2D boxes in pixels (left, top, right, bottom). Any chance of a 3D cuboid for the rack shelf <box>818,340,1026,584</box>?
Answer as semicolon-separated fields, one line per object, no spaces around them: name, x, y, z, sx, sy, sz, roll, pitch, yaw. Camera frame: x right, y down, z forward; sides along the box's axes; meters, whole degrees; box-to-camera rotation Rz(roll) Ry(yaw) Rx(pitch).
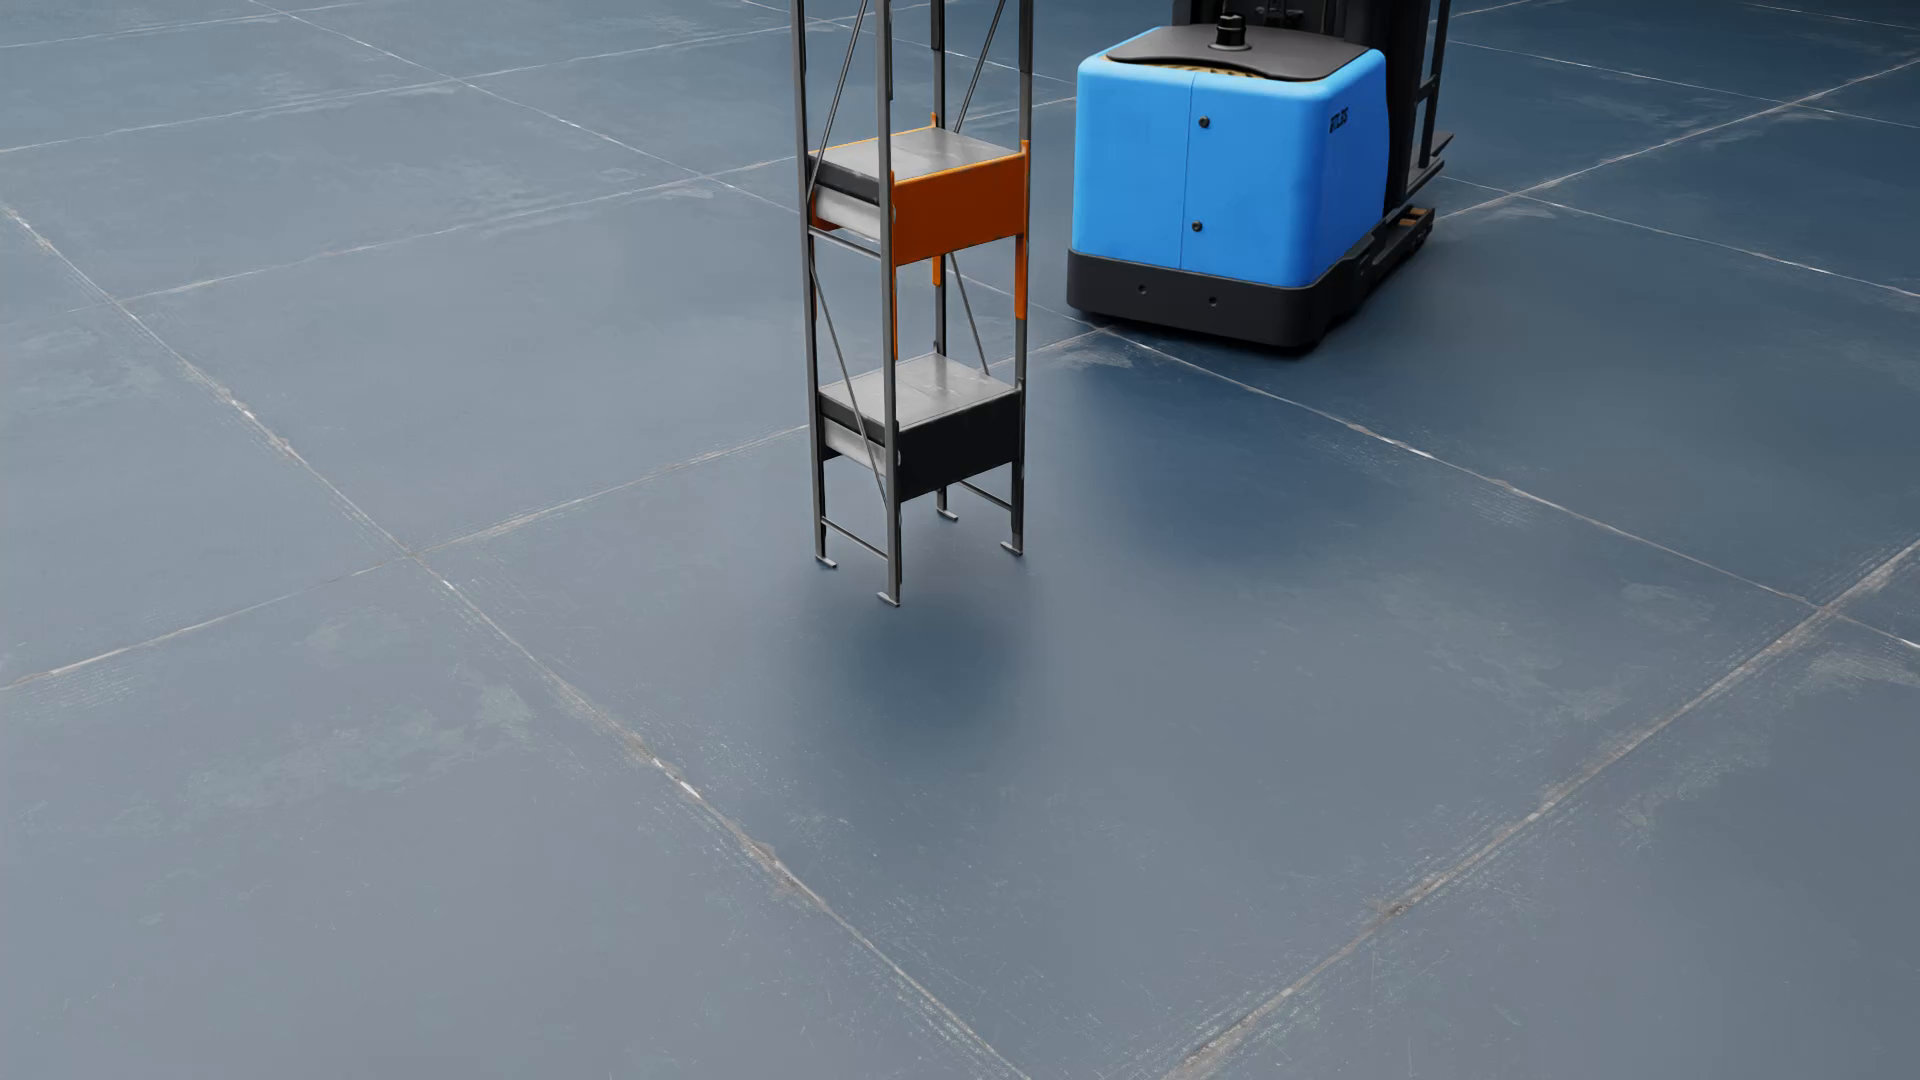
rack shelf;-0.126;-0.246;4.997;0.480;0.518;0.431;-22;35;-35

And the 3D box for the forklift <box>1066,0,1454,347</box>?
forklift;1.595;-2.711;7.213;1.130;2.935;3.031;14;31;25

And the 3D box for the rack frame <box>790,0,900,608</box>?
rack frame;-0.312;-0.801;4.521;0.015;2.100;0.400;-22;35;-35

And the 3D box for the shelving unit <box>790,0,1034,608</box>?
shelving unit;-0.126;-0.875;4.660;0.503;2.100;0.431;-22;35;-35

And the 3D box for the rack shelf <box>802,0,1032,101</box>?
rack shelf;-0.126;-1.481;4.337;0.480;0.518;0.431;-22;35;-35

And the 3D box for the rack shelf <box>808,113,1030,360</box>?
rack shelf;-0.126;-0.863;4.667;0.480;0.518;0.431;-22;35;-35

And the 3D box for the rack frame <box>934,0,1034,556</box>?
rack frame;0.060;-0.950;4.800;0.015;2.100;0.400;-22;35;-35
